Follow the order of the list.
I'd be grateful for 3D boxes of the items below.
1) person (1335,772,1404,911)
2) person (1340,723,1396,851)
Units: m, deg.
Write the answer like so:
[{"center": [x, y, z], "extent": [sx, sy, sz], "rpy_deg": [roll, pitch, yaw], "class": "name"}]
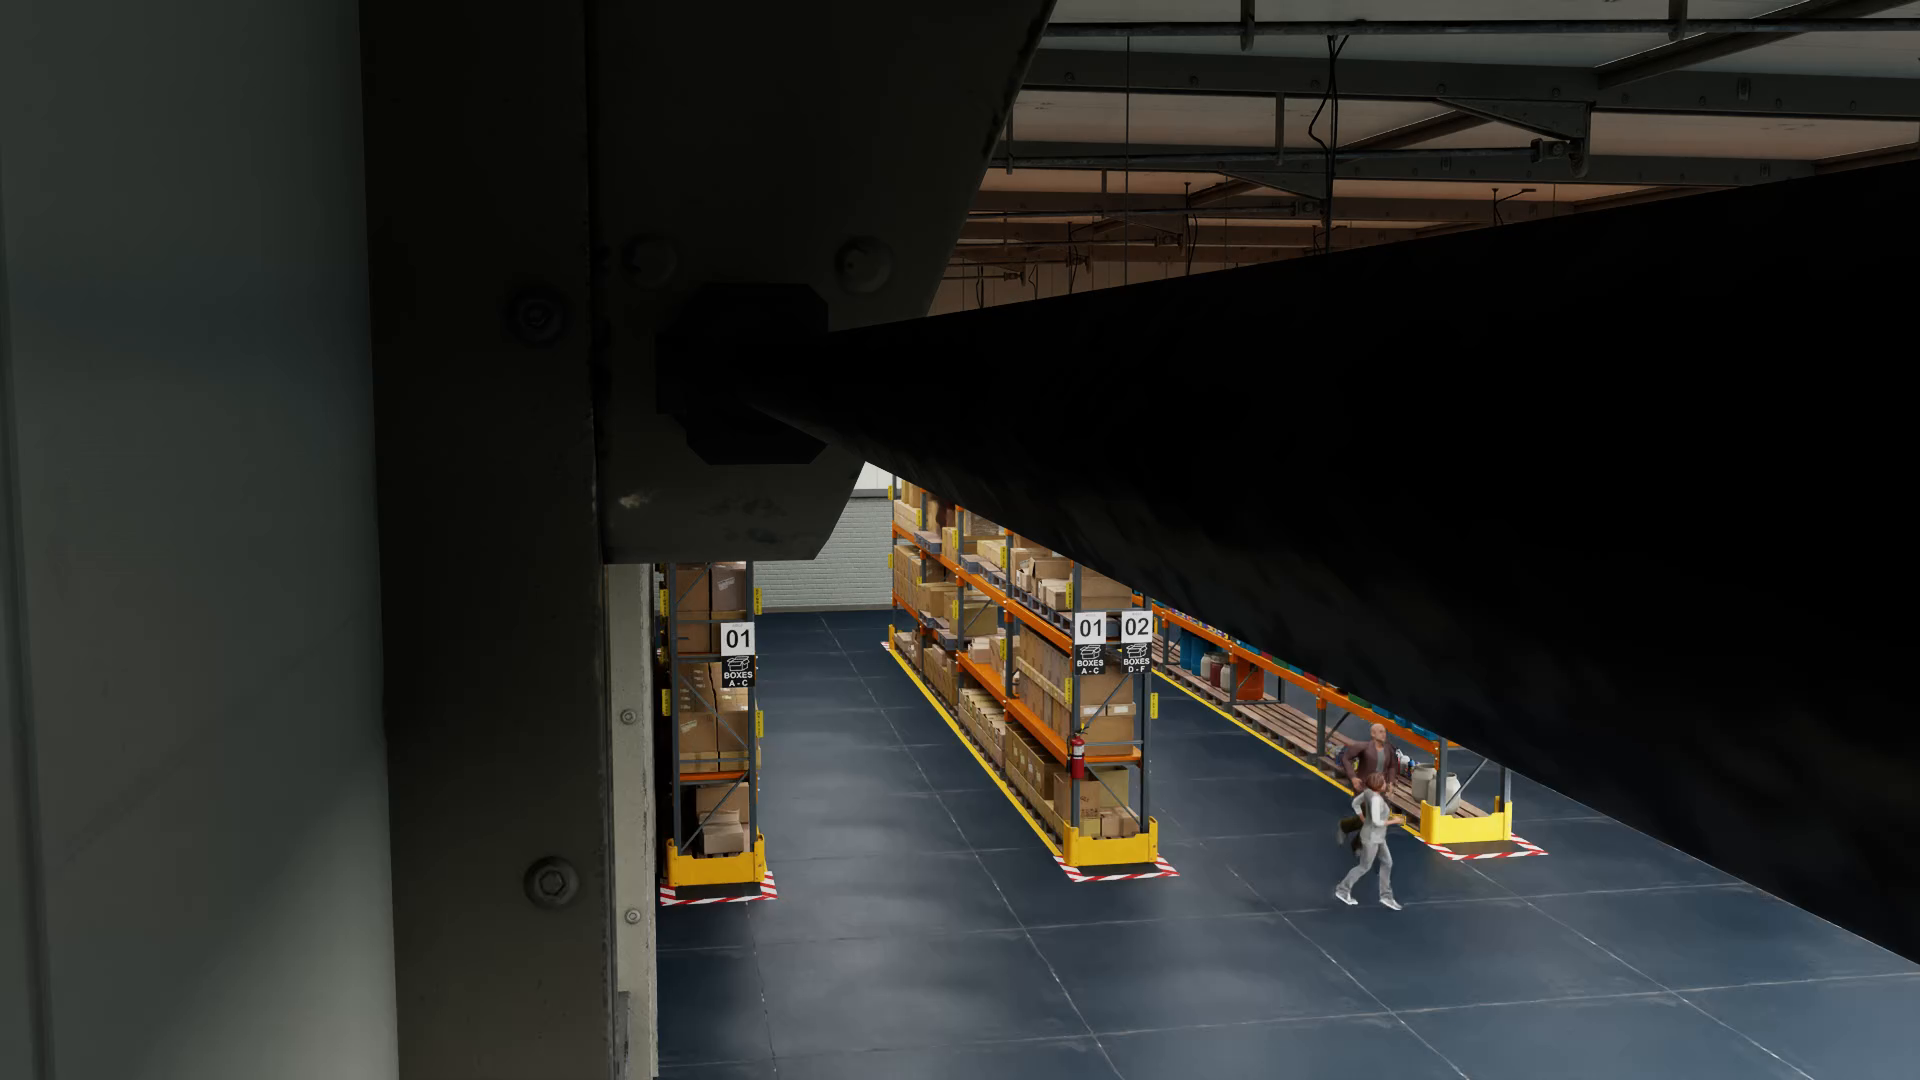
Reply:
[{"center": [4.709, 3.468, 19.095], "extent": [0.752, 1.622, 0.528], "rpy_deg": [2, 6, 15], "class": "person"}, {"center": [5.274, 3.208, 21.277], "extent": [0.750, 1.571, 0.544], "rpy_deg": [-2, 7, -22], "class": "person"}]
